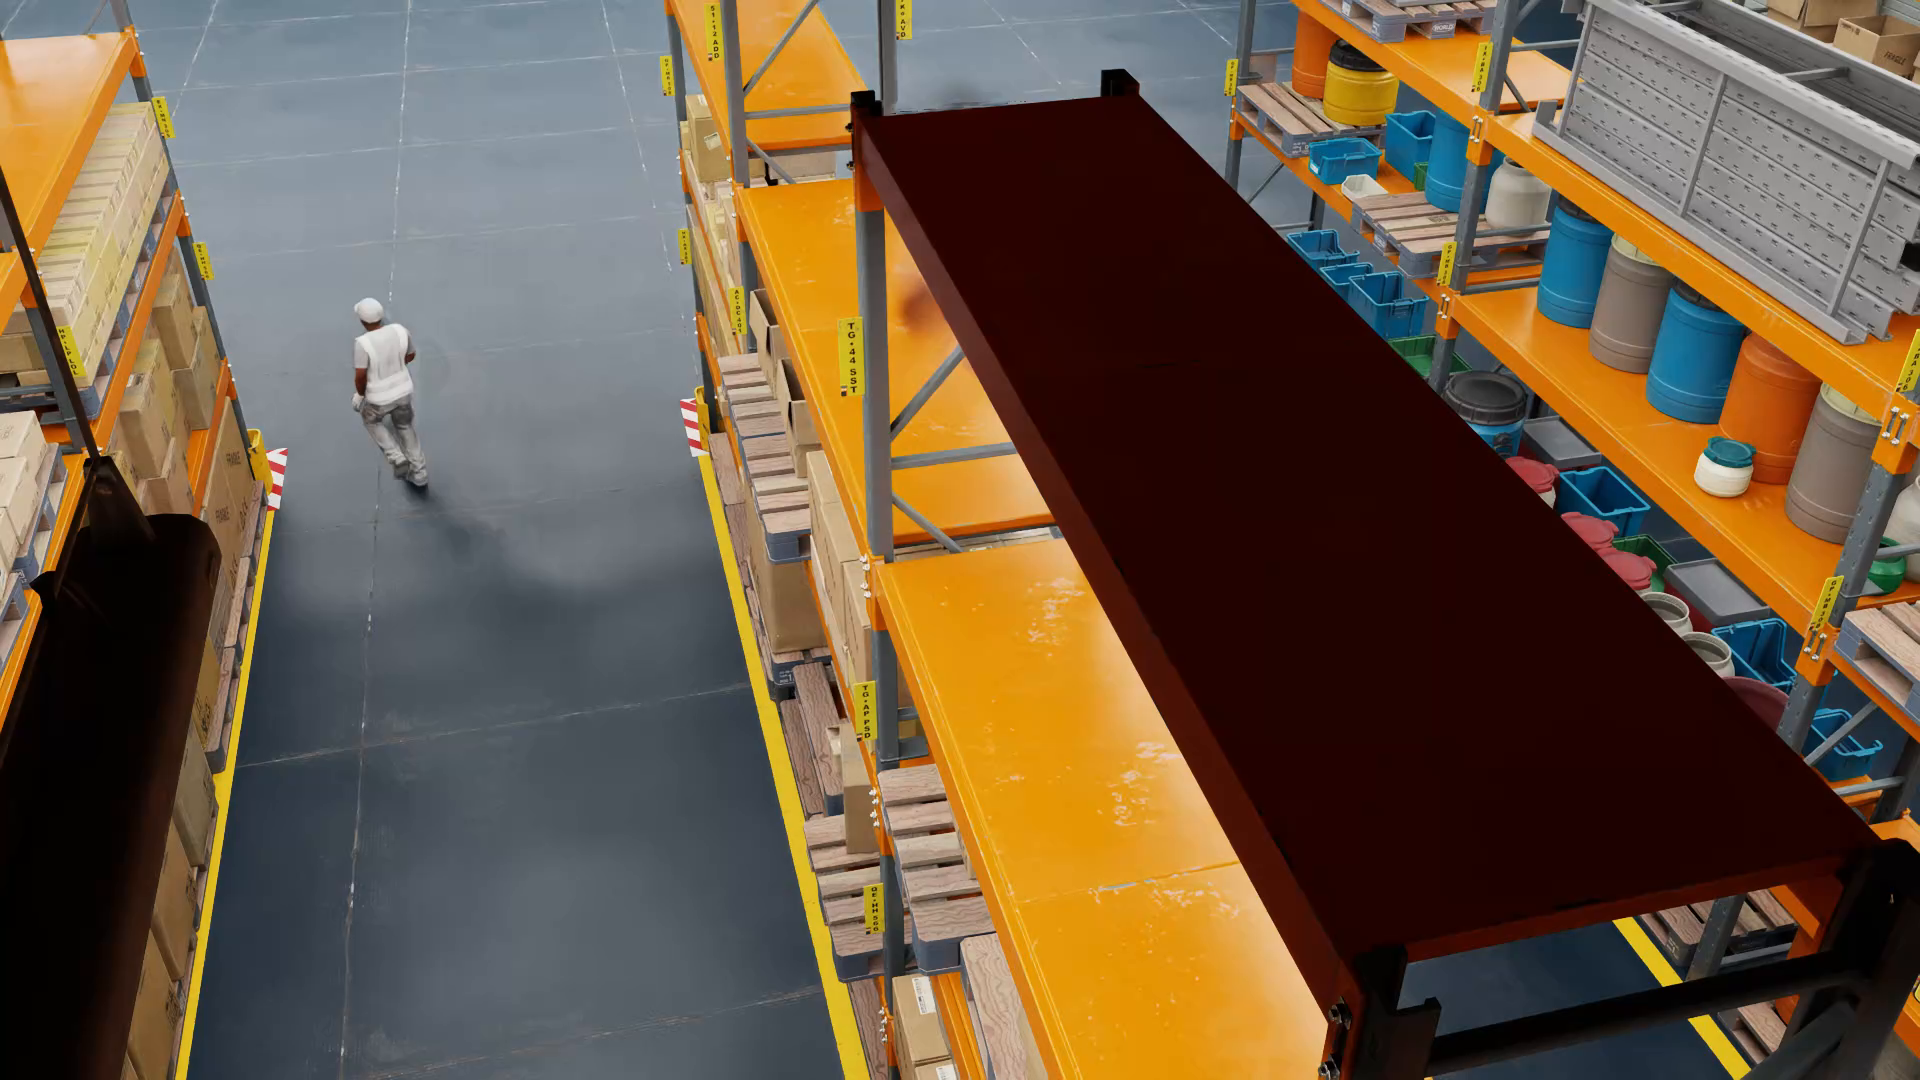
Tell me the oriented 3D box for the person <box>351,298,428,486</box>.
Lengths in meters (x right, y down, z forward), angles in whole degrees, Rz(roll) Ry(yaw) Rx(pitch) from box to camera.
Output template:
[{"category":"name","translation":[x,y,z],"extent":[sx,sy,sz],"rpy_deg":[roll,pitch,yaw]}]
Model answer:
[{"category":"person","translation":[-5.018,-1.308,14.452],"extent":[0.671,1.731,0.677],"rpy_deg":[28,43,34]}]
